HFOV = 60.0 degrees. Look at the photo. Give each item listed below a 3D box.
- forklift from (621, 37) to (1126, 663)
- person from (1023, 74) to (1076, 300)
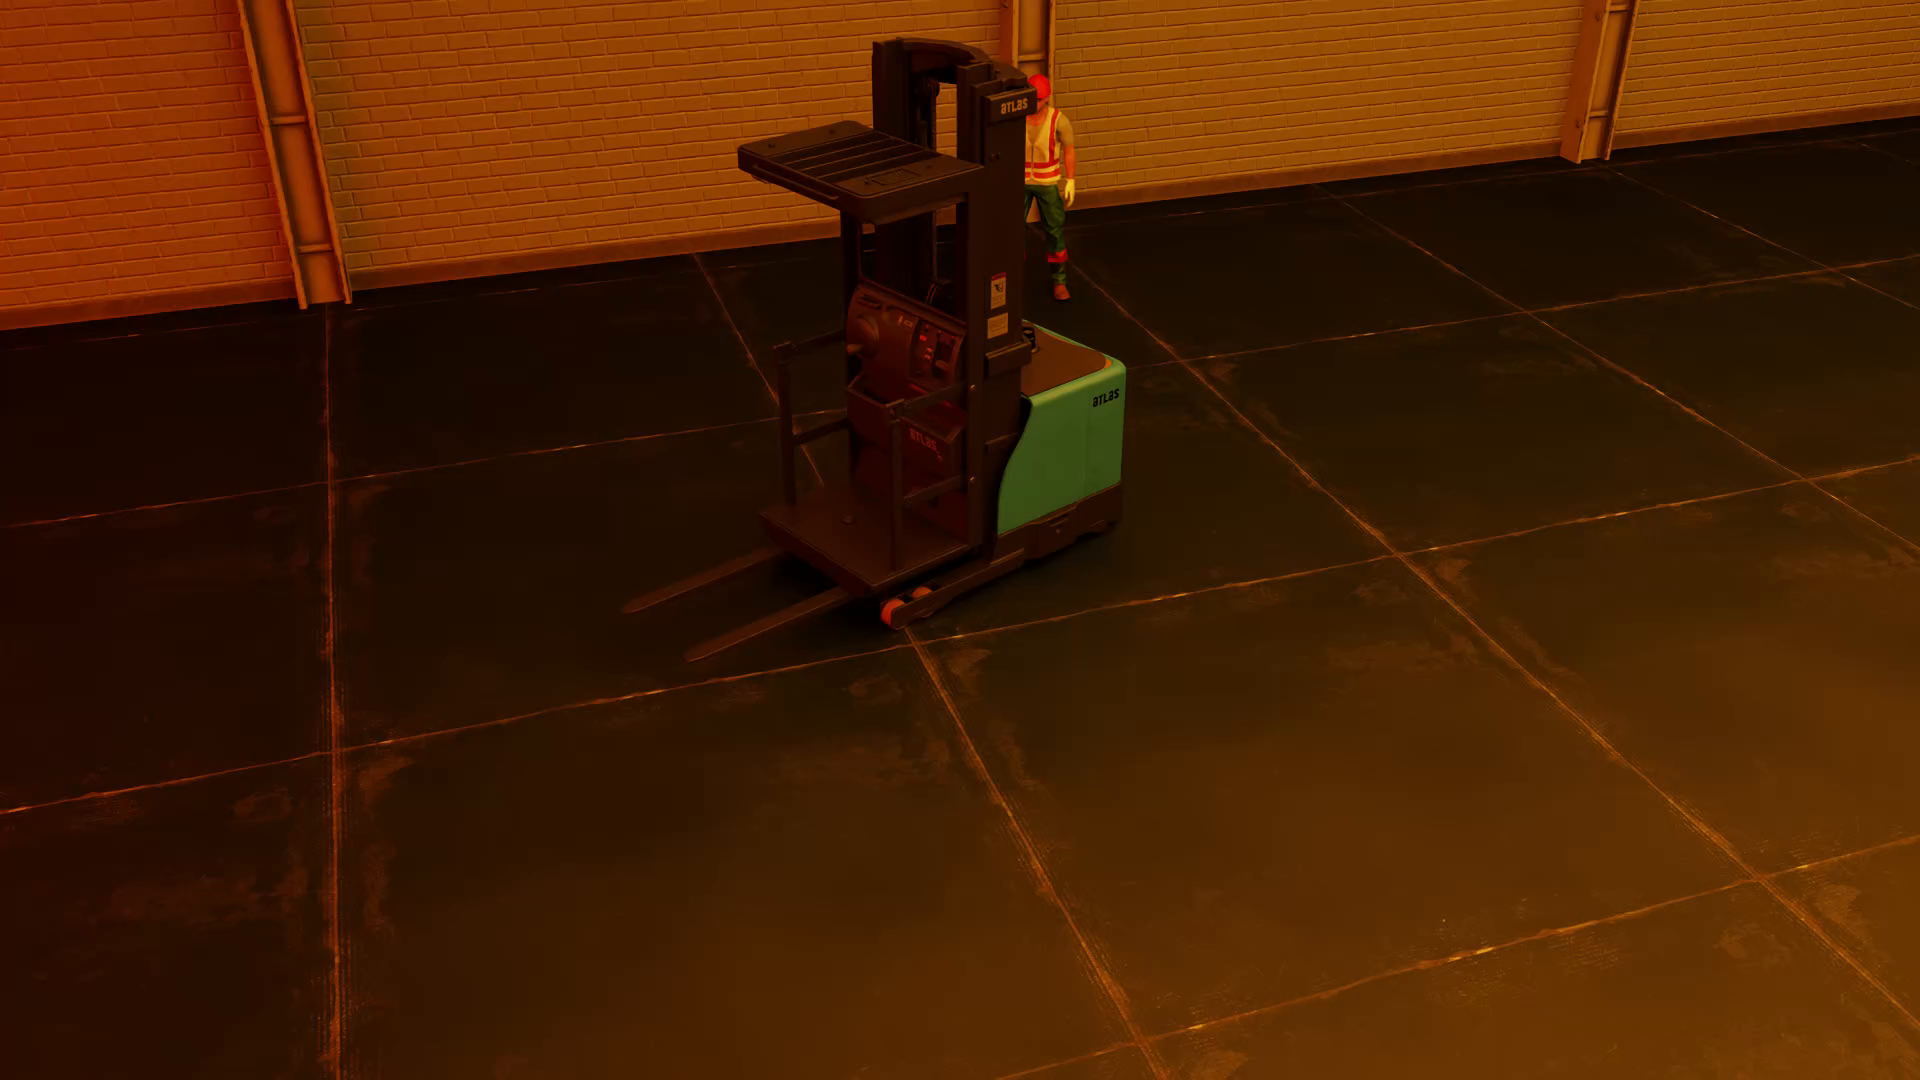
[{"bbox_3d":[-0.461,-1.072,8.951,3.031,2.935,1.130,-23,37,-34],"label":"forklift"},{"bbox_3d":[0.574,-2.782,13.080,0.657,1.780,0.459,5,30,8],"label":"person"}]
